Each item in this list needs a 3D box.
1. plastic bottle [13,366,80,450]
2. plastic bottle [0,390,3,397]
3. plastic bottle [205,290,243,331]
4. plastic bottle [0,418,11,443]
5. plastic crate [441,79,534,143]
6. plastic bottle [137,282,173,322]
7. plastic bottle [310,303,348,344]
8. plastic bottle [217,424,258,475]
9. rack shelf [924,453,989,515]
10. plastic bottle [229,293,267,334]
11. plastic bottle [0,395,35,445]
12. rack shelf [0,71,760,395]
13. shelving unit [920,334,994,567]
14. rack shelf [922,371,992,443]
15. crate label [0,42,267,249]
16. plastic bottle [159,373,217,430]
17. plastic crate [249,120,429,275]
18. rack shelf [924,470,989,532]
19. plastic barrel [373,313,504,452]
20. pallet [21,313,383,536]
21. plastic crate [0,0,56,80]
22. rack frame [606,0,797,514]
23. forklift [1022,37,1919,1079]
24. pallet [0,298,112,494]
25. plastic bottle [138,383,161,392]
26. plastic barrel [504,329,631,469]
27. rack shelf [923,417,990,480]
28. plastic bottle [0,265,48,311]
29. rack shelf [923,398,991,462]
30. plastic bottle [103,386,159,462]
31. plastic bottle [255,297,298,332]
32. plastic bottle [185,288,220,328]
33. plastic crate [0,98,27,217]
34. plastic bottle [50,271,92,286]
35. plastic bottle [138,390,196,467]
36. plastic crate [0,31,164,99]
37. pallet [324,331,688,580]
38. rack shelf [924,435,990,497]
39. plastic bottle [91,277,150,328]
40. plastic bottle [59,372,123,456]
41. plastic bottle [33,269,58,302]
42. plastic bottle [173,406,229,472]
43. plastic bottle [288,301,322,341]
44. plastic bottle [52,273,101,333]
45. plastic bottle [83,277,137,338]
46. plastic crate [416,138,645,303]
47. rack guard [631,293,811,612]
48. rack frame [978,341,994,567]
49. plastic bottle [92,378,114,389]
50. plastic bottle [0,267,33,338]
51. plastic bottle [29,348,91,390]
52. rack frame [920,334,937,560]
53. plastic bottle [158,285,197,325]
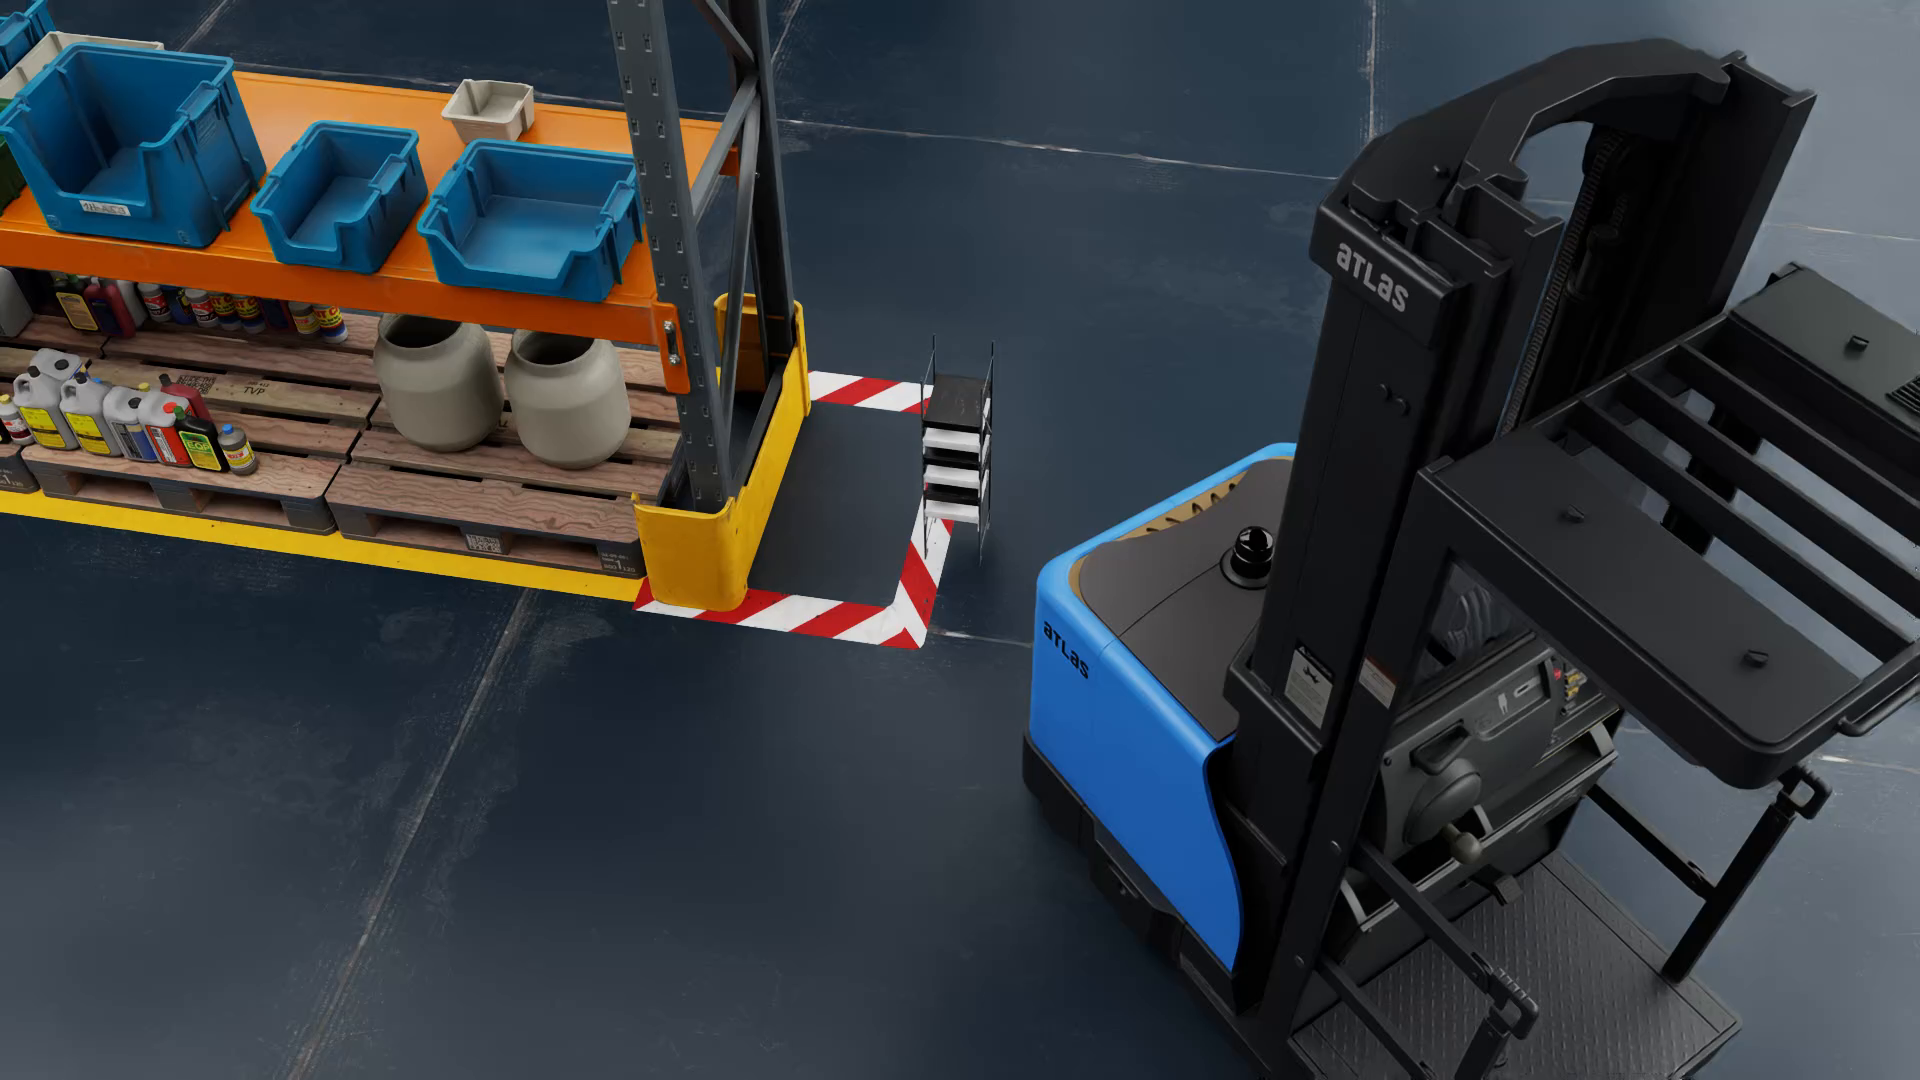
[{"bbox_3d":[-3.395,-0.508,6.175,0.185,0.351,0.144,7,48,7],"label":"plastic bottle"},{"bbox_3d":[-3.662,-0.546,6.262,0.097,0.271,0.097,0,48,0],"label":"plastic bottle"},{"bbox_3d":[-2.948,-0.971,6.644,0.097,0.271,0.097,0,48,0],"label":"plastic bottle"},{"bbox_3d":[-3.658,-0.490,6.204,0.133,0.283,0.061,10,49,9],"label":"plastic bottle"},{"bbox_3d":[-1.607,-1.475,5.736,0.250,0.136,0.298,8,49,7],"label":"plastic crate"},{"bbox_3d":[-3.247,-0.988,6.706,0.097,0.201,0.097,0,48,0],"label":"plastic bottle"},{"bbox_3d":[-2.512,-0.912,6.591,0.097,0.271,0.097,0,48,0],"label":"plastic bottle"},{"bbox_3d":[-2.668,-0.343,6.127,0.097,0.201,0.097,0,48,0],"label":"plastic bottle"},{"bbox_3d":[-0.008,-0.219,6.008,0.200,0.077,0.258,8,49,7],"label":"rack shelf"},{"bbox_3d":[-2.849,-0.957,6.632,0.097,0.271,0.097,0,48,0],"label":"plastic bottle"},{"bbox_3d":[-3.539,-0.460,6.232,0.097,0.201,0.097,0,48,0],"label":"plastic bottle"},{"bbox_3d":[-2.751,-1.233,5.825,4.000,0.370,1.077,8,49,7],"label":"rack shelf"},{"bbox_3d":[-0.008,-0.302,5.916,0.210,0.900,0.258,8,49,7],"label":"shelving unit"},{"bbox_3d":[-0.008,-0.460,5.740,0.200,0.077,0.258,8,49,7],"label":"rack shelf"},{"bbox_3d":[-2.642,-1.266,5.348,0.616,0.435,0.502,8,49,7],"label":"crate label"},{"bbox_3d":[-2.893,-0.502,6.215,0.133,0.283,0.061,8,49,7],"label":"plastic bottle"},{"bbox_3d":[-1.967,-1.097,5.319,0.408,0.251,0.499,8,49,7],"label":"plastic crate"},{"bbox_3d":[-0.008,-0.159,6.075,0.200,0.077,0.258,8,49,7],"label":"rack shelf"},{"bbox_3d":[-1.938,-0.615,6.177,0.421,0.512,0.421,0,48,0],"label":"plastic barrel"},{"bbox_3d":[-2.862,-0.527,6.582,1.213,0.211,1.003,8,49,7],"label":"pallet"},{"bbox_3d":[-3.582,-1.741,5.898,0.616,0.251,0.499,8,49,7],"label":"plastic crate"},{"bbox_3d":[-0.783,-1.209,5.320,0.127,3.000,1.000,8,49,7],"label":"rack frame"},{"bbox_3d":[1.449,0.522,3.810,1.130,2.935,3.031,-27,53,-22],"label":"forklift"},{"bbox_3d":[-4.066,-0.687,6.725,1.213,0.211,1.003,8,49,7],"label":"pallet"},{"bbox_3d":[-3.044,-0.508,6.276,0.097,0.201,0.097,0,48,0],"label":"plastic bottle"},{"bbox_3d":[-1.444,-0.549,6.117,0.421,0.512,0.421,0,48,0],"label":"plastic barrel"},{"bbox_3d":[-0.008,-0.340,5.874,0.200,0.077,0.258,8,49,7],"label":"rack shelf"},{"bbox_3d":[-3.845,-1.100,6.707,0.185,0.351,0.144,5,48,5],"label":"plastic bottle"},{"bbox_3d":[-0.008,-0.400,5.807,0.200,0.077,0.258,8,49,7],"label":"rack shelf"},{"bbox_3d":[-3.048,-0.440,6.164,0.135,0.276,0.152,6,48,6],"label":"plastic bottle"},{"bbox_3d":[-2.731,-0.959,6.626,0.133,0.283,0.061,8,49,7],"label":"plastic bottle"},{"bbox_3d":[-3.045,-0.960,6.682,0.097,0.201,0.097,0,48,0],"label":"plastic bottle"},{"bbox_3d":[-3.434,-1.281,5.527,0.662,0.188,0.450,8,49,7],"label":"plastic crate"},{"bbox_3d":[-3.528,-1.058,6.669,0.185,0.351,0.144,7,48,7],"label":"plastic bottle"},{"bbox_3d":[-2.911,-0.421,6.147,0.135,0.276,0.152,8,49,7],"label":"plastic bottle"},{"bbox_3d":[-3.076,-1.621,5.867,0.437,0.136,0.530,8,49,7],"label":"plastic crate"},{"bbox_3d":[-1.665,-0.364,6.435,1.213,0.211,1.003,8,49,7],"label":"pallet"},{"bbox_3d":[-0.008,-0.280,5.941,0.200,0.077,0.258,8,49,7],"label":"rack shelf"},{"bbox_3d":[-3.368,-1.008,6.675,0.135,0.276,0.152,8,49,8],"label":"plastic bottle"},{"bbox_3d":[-3.212,-0.484,6.153,0.185,0.351,0.144,9,49,8],"label":"plastic bottle"},{"bbox_3d":[-3.678,-1.087,6.740,0.133,0.283,0.061,11,49,9],"label":"plastic bottle"},{"bbox_3d":[-2.787,-0.372,6.098,0.133,0.283,0.061,9,49,8],"label":"plastic bottle"},{"bbox_3d":[-2.614,-0.902,6.630,0.097,0.201,0.097,0,48,0],"label":"plastic bottle"},{"bbox_3d":[-3.521,-0.957,6.623,0.133,0.283,0.061,8,49,7],"label":"plastic bottle"},{"bbox_3d":[-3.387,-0.933,6.602,0.133,0.283,0.061,8,49,7],"label":"plastic bottle"},{"bbox_3d":[-1.329,-1.007,5.238,0.616,0.251,0.499,8,49,7],"label":"plastic crate"},{"bbox_3d":[-0.866,-0.349,6.228,0.348,0.500,1.175,8,49,7],"label":"rack guard"},{"bbox_3d":[0.092,-0.288,5.904,0.006,0.900,0.240,8,49,7],"label":"rack frame"},{"bbox_3d":[-3.233,-0.528,6.293,0.097,0.201,0.097,0,48,0],"label":"plastic bottle"},{"bbox_3d":[-3.847,-0.964,6.635,0.135,0.276,0.152,8,49,7],"label":"plastic bottle"},{"bbox_3d":[-3.393,-0.595,6.303,0.135,0.276,0.152,8,49,7],"label":"plastic bottle"},{"bbox_3d":[-0.108,-0.315,5.928,0.006,0.900,0.240,8,49,7],"label":"rack frame"},{"bbox_3d":[-3.147,-0.998,6.668,0.097,0.271,0.097,0,48,0],"label":"plastic bottle"}]
